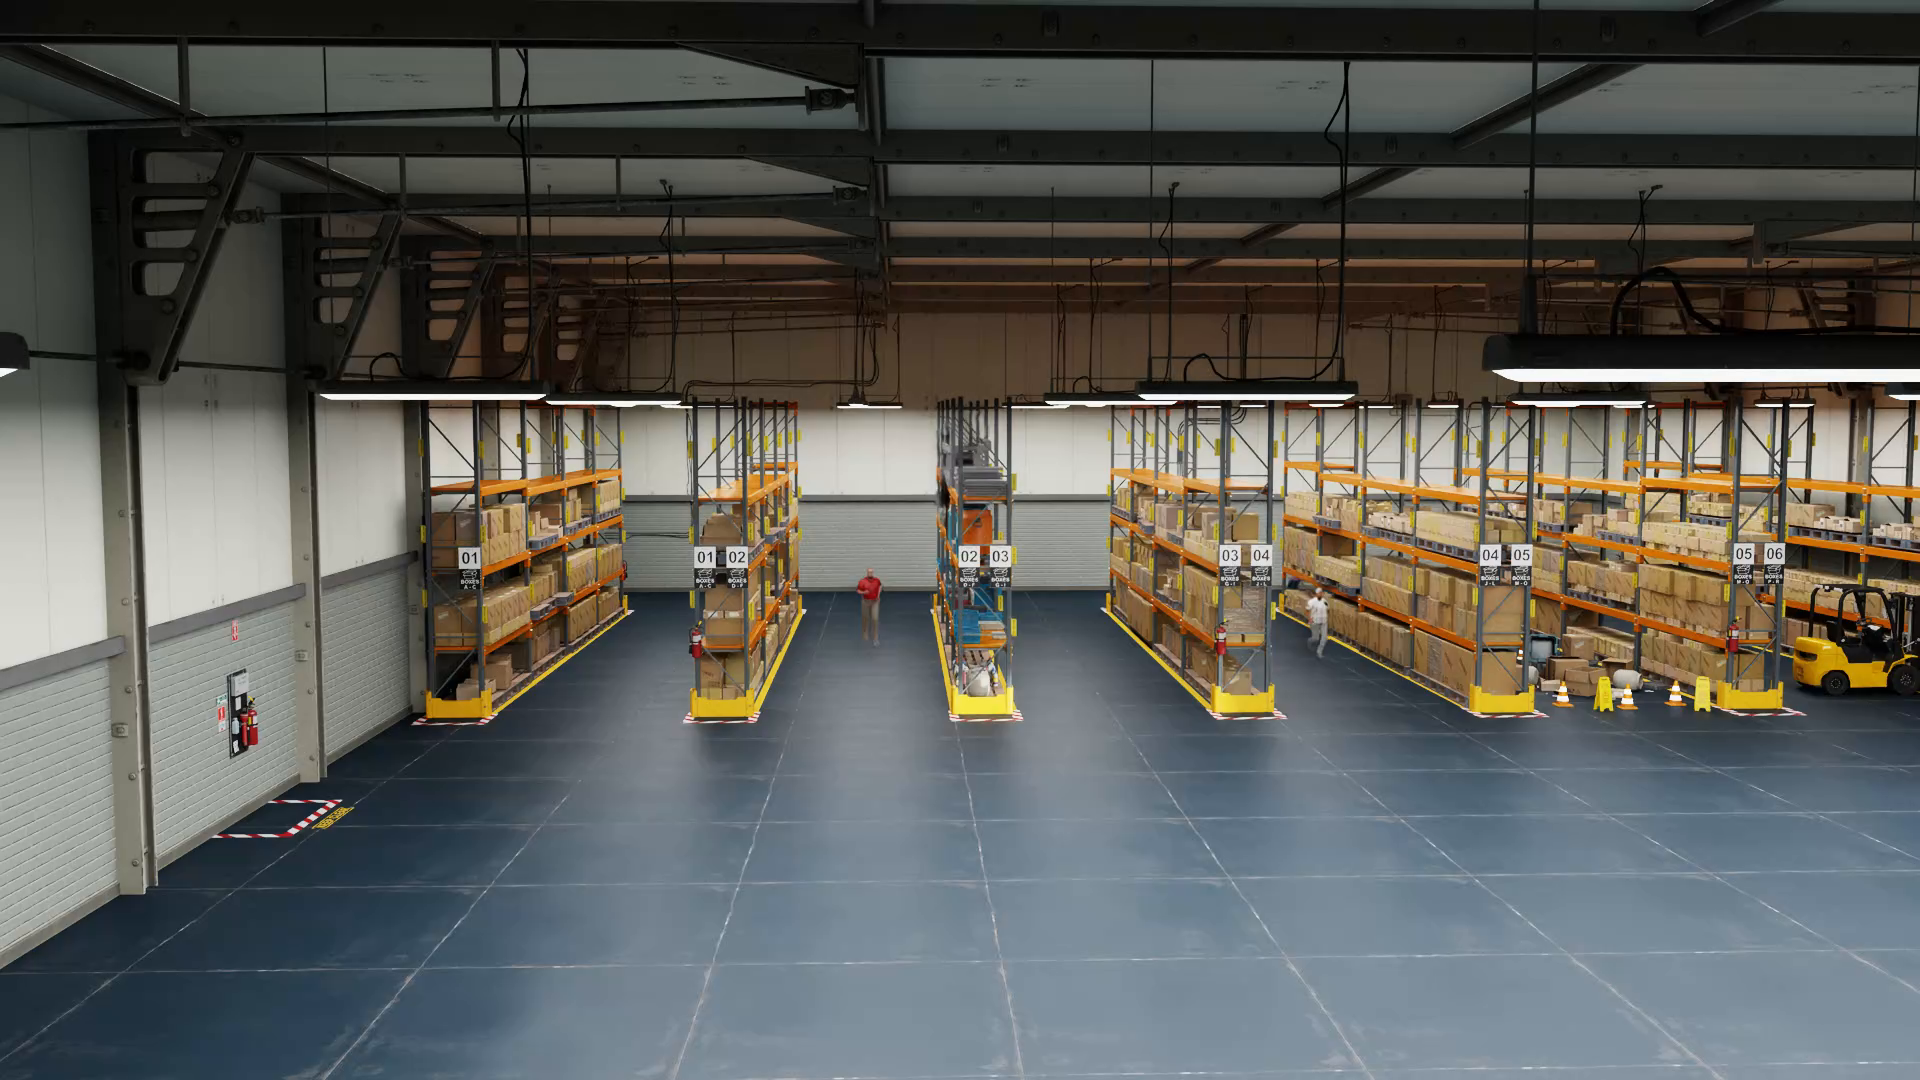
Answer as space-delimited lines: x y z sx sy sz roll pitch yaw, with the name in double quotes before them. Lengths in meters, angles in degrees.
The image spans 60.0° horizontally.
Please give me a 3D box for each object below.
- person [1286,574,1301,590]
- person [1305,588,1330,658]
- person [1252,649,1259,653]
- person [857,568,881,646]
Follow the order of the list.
"person" 9.810 1.169 48.929 0.572 1.565 0.556 -1 4 -8
"person" 8.361 1.926 38.806 0.609 1.628 0.584 -1 4 -8
"person" 6.998 1.818 39.875 0.568 1.672 0.910 -1 4 -8
"person" -2.126 1.554 39.217 0.603 1.814 0.830 -1 4 -10
